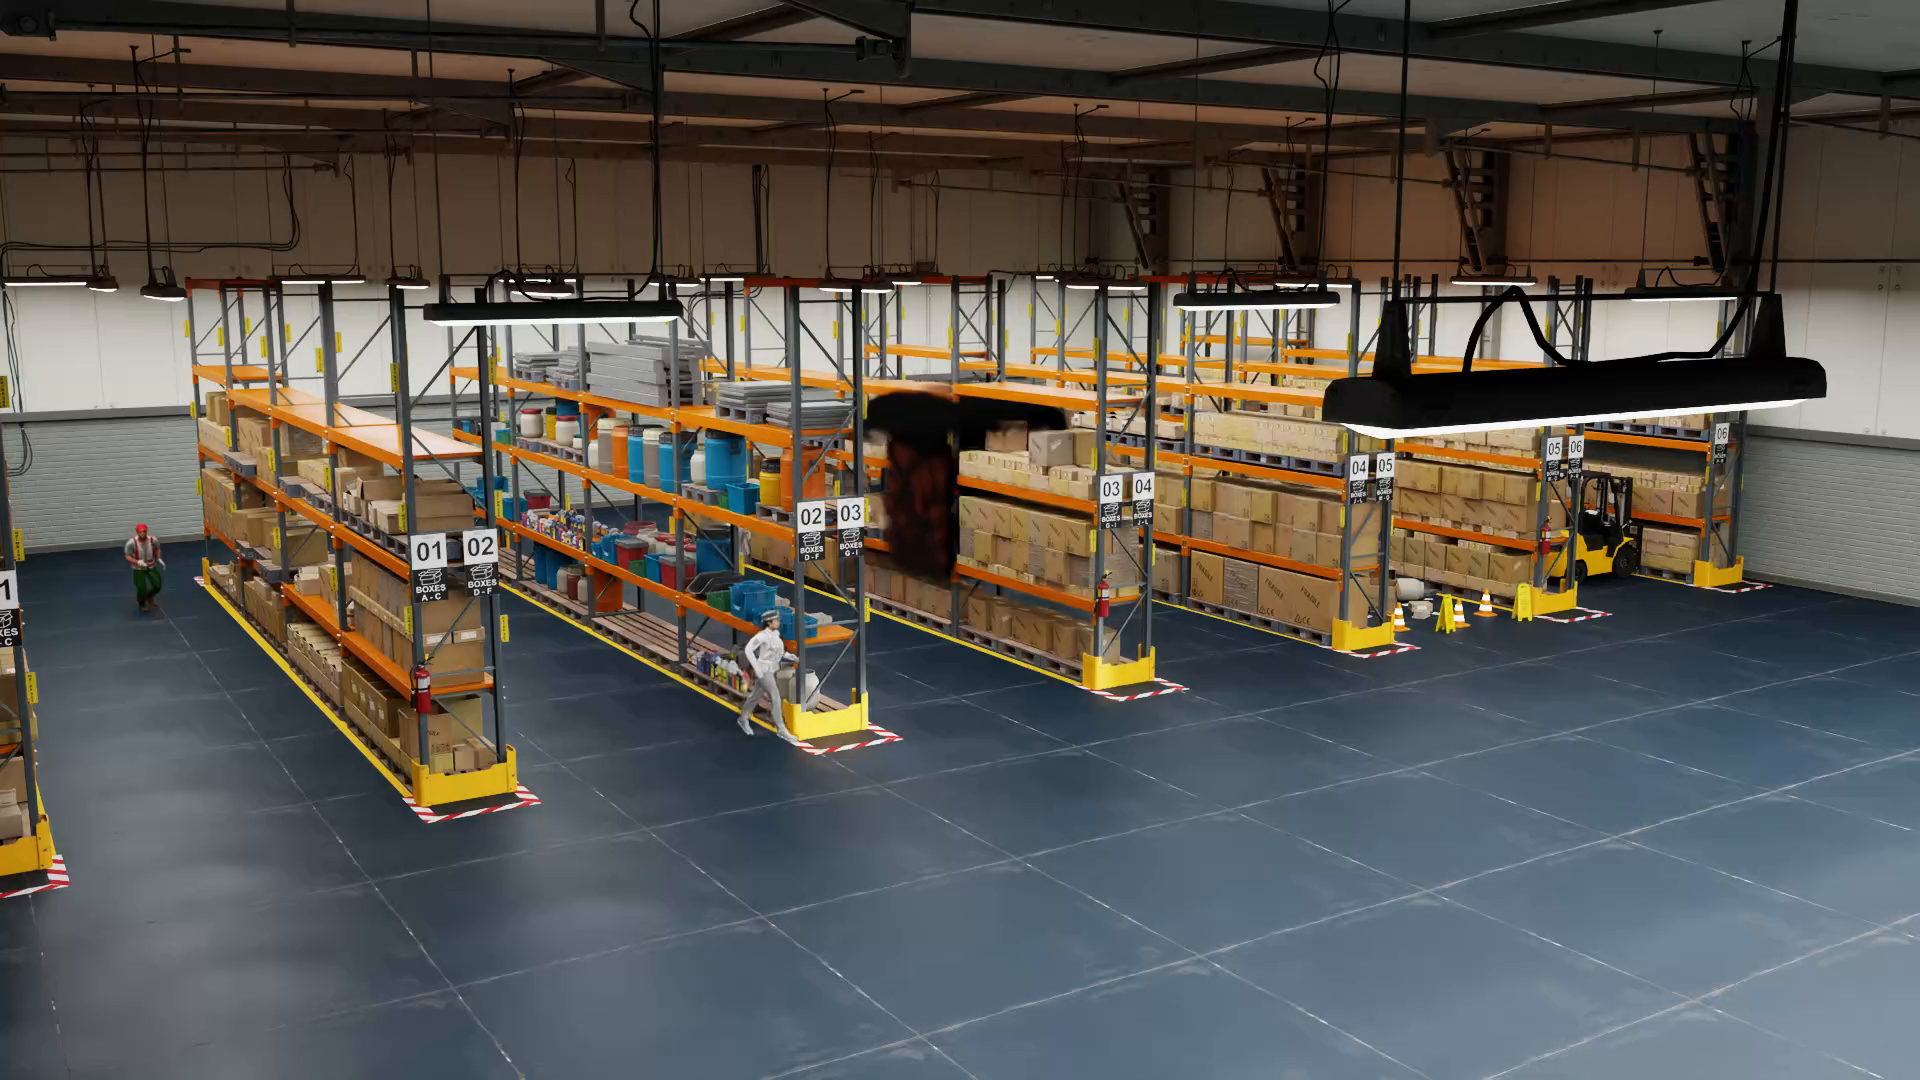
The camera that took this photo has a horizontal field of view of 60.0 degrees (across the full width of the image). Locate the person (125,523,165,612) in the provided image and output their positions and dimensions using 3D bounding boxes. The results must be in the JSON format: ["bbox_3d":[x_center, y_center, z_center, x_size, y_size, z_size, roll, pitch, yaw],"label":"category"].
[{"bbox_3d":[-14.711,0.502,30.040,0.681,1.671,0.769,-9,13,-41],"label":"person"}]

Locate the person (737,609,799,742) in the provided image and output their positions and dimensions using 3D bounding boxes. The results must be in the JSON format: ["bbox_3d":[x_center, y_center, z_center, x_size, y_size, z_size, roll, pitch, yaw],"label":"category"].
[{"bbox_3d":[-2.484,1.708,21.279,0.866,1.700,0.583,3,10,16],"label":"person"}]

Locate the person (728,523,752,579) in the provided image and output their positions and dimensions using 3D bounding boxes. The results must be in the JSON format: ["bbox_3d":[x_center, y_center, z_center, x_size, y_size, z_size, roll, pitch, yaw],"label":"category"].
[{"bbox_3d":[-4.379,0.160,32.589,0.940,1.371,0.677,9,13,43],"label":"person"}]
